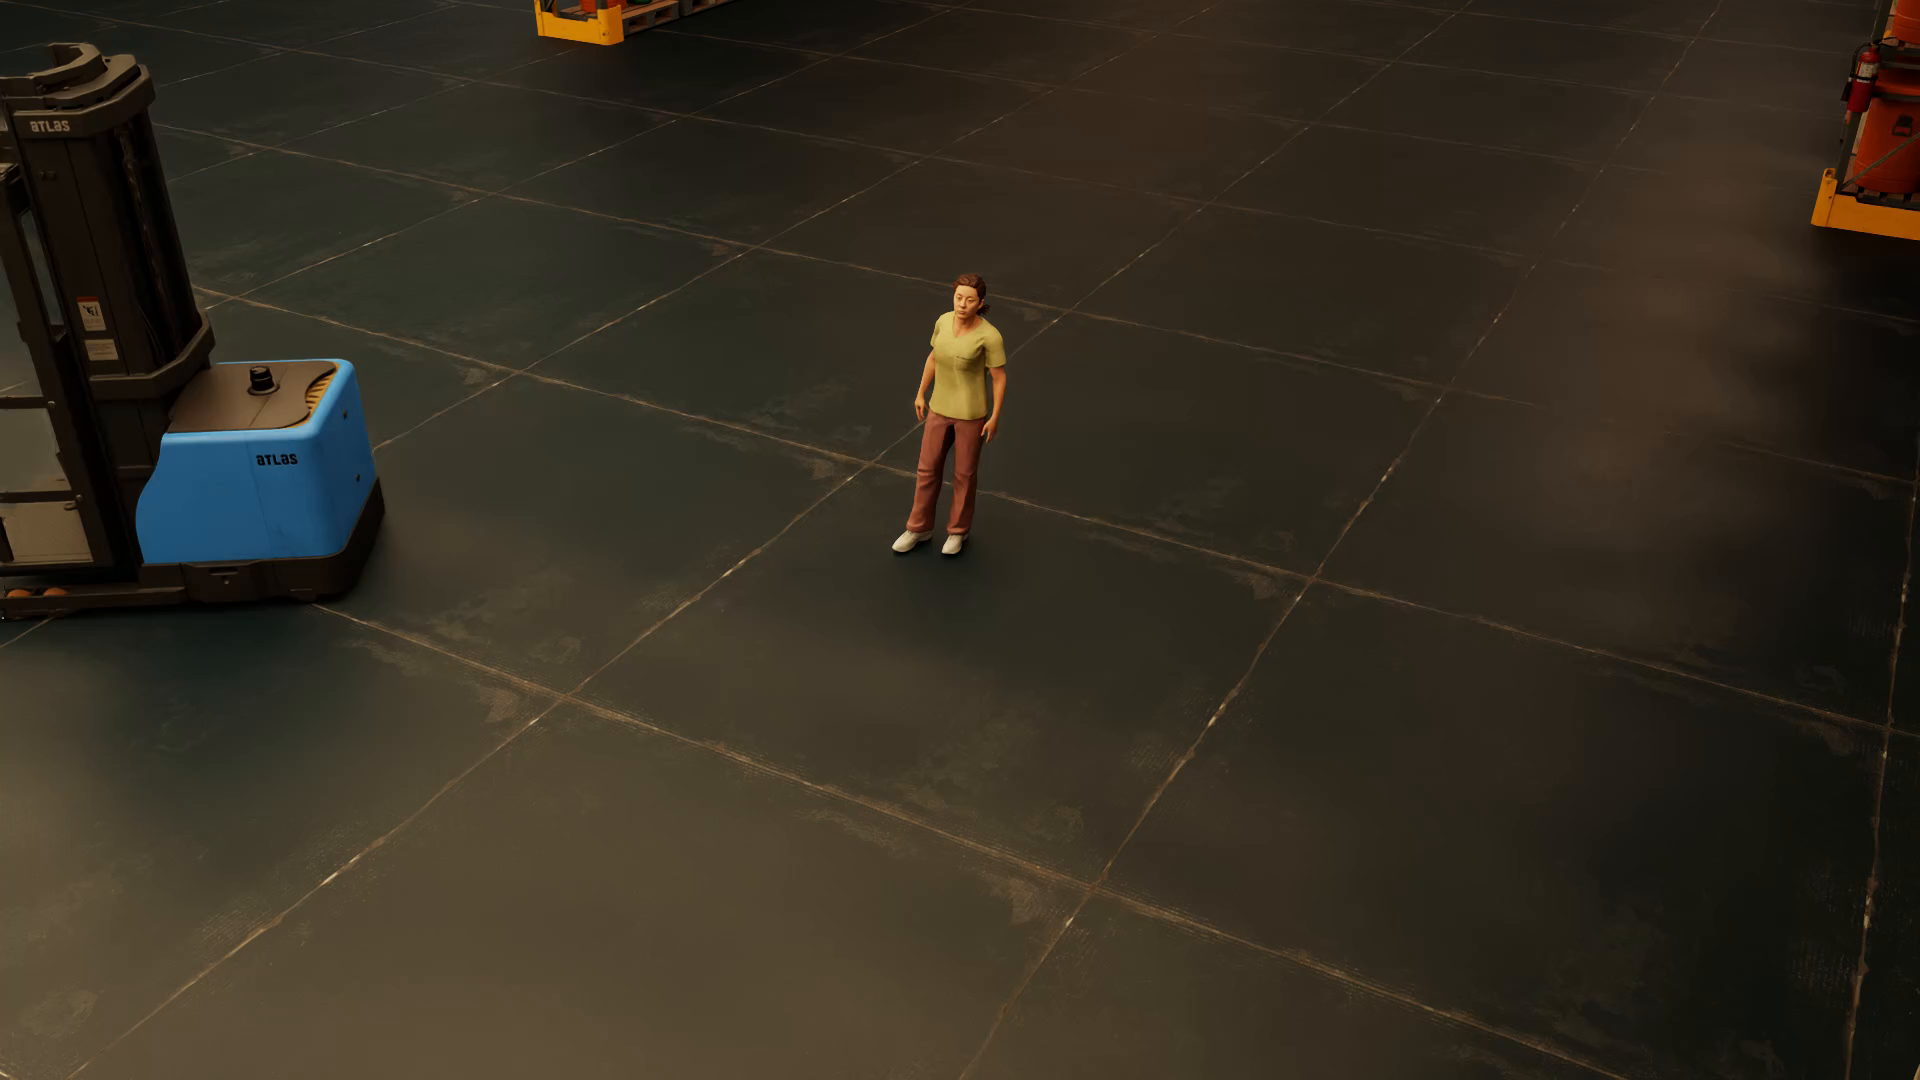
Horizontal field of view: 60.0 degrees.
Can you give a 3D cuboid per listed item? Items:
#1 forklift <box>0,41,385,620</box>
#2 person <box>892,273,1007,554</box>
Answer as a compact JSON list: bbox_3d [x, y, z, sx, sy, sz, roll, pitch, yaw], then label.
[{"bbox_3d":[-4.983,-1.102,8.981,3.031,2.935,1.130,-3,30,-4],"label":"forklift"},{"bbox_3d":[-0.046,-0.703,9.529,0.553,1.673,0.548,15,33,25],"label":"person"}]
